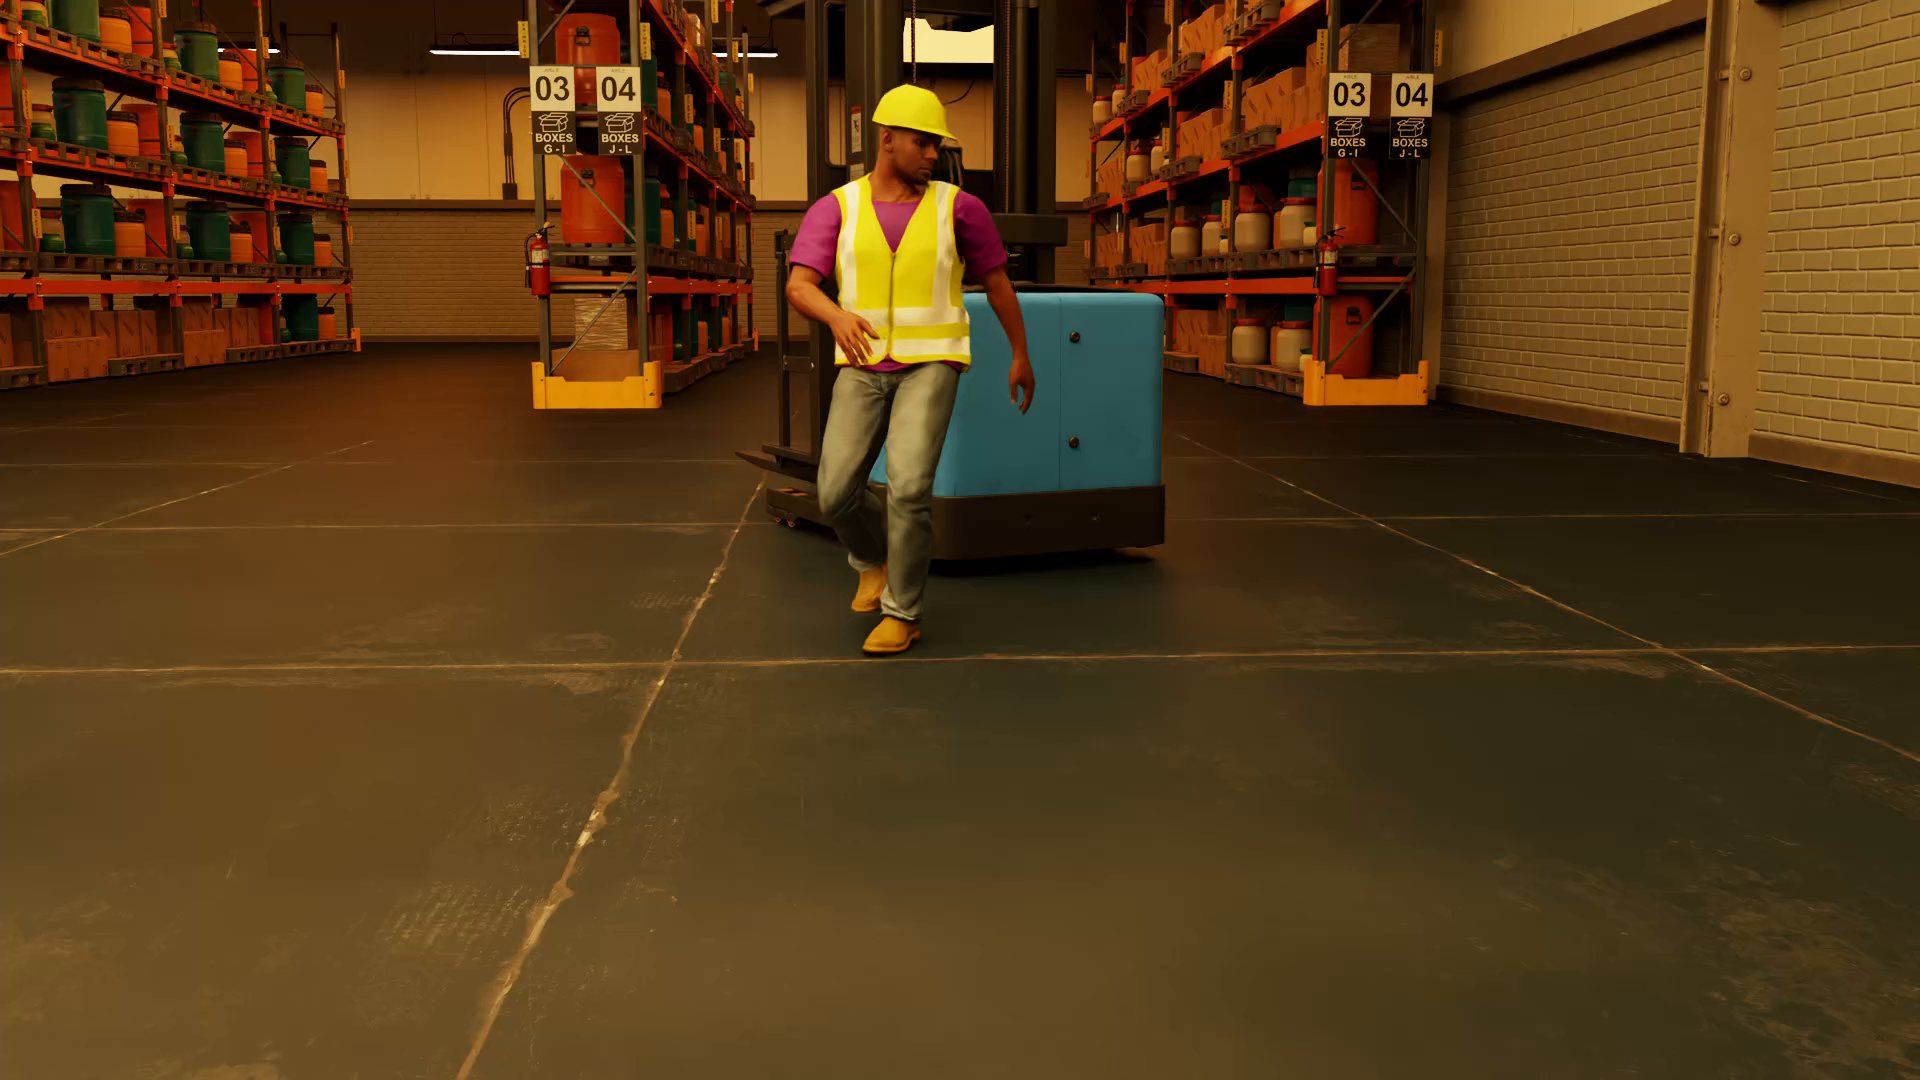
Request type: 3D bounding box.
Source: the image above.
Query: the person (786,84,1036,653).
[{"bbox_3d":[-0.167,-0.537,5.138,0.713,1.702,0.665,2,9,14],"label":"person"}]

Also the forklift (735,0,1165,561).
[{"bbox_3d":[-0.264,-1.530,7.637,1.130,2.935,3.031,-4,9,-25],"label":"forklift"}]
